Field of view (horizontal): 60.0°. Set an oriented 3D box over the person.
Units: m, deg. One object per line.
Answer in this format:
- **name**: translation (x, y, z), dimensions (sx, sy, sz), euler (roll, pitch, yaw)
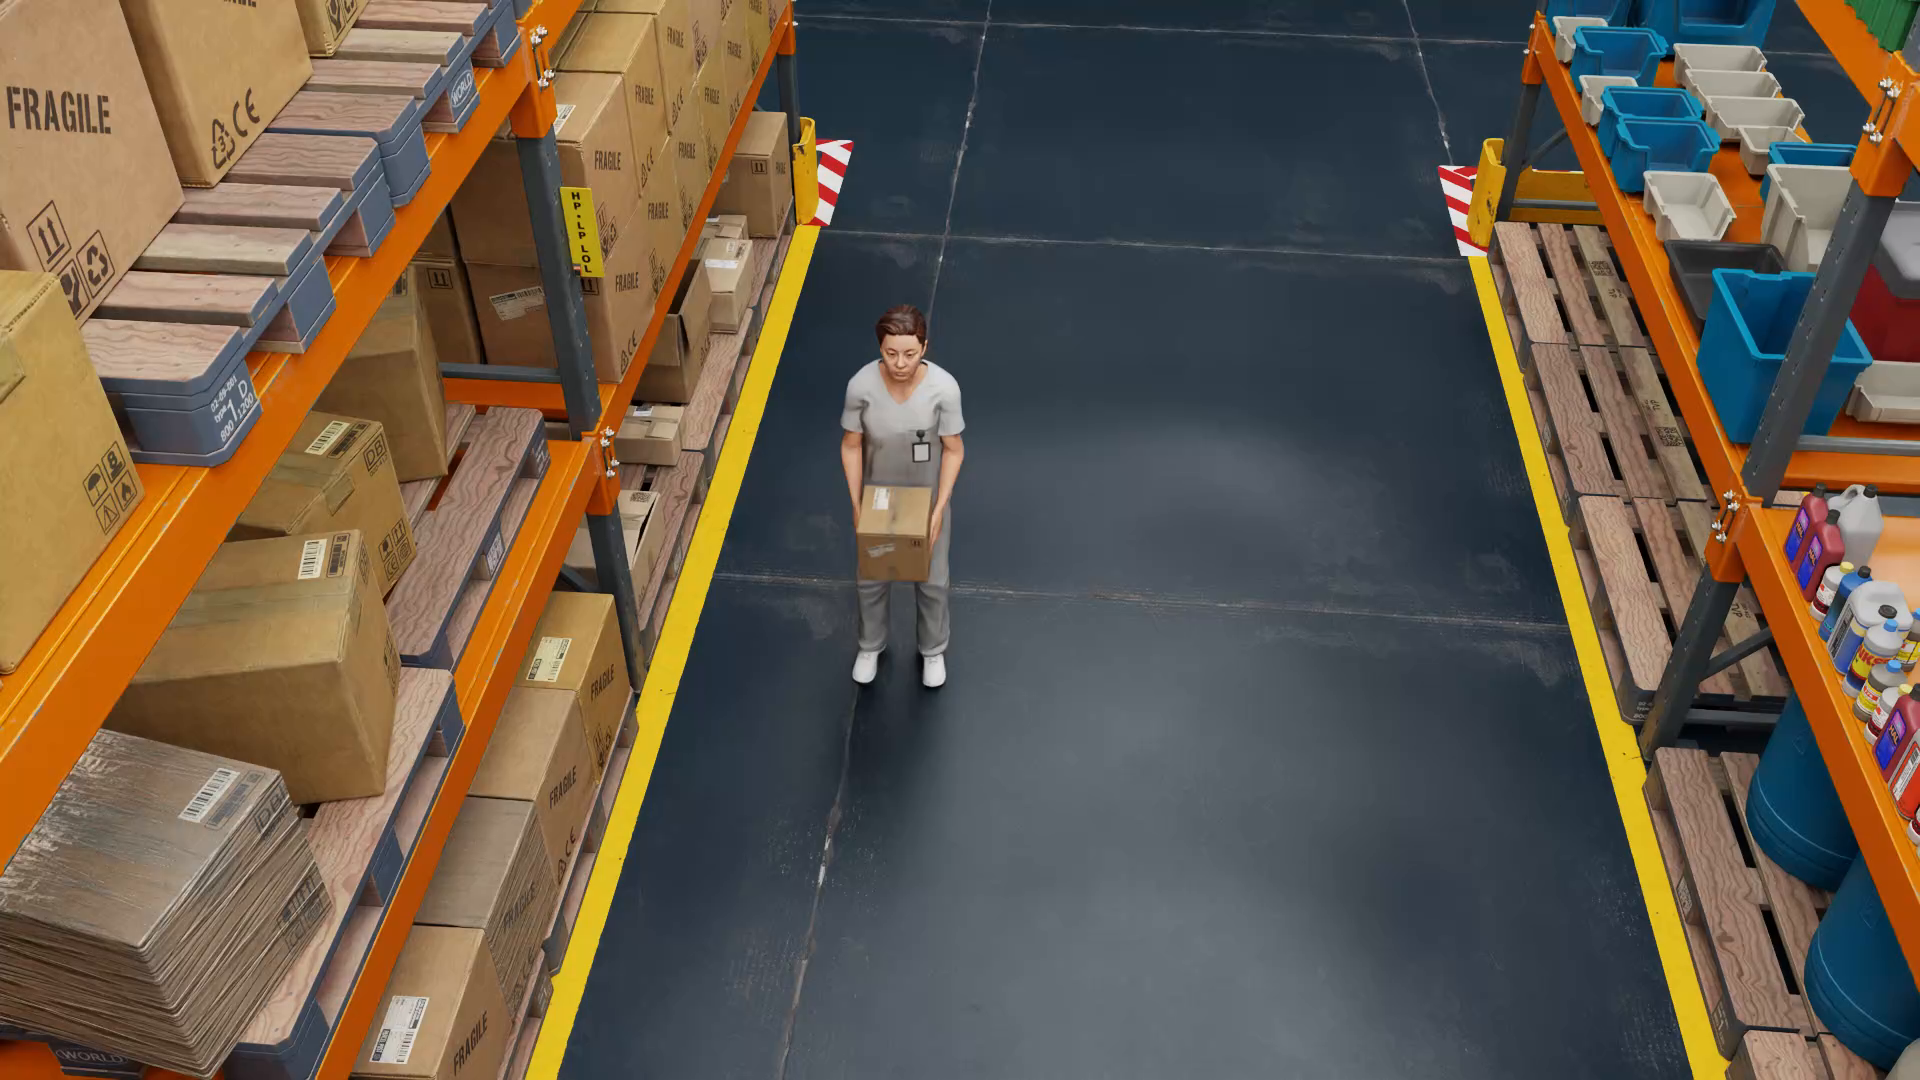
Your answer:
- **person**: translation (-0.216, -0.129, 6.308), dimensions (0.465, 1.675, 0.461), euler (3, 40, 3)
